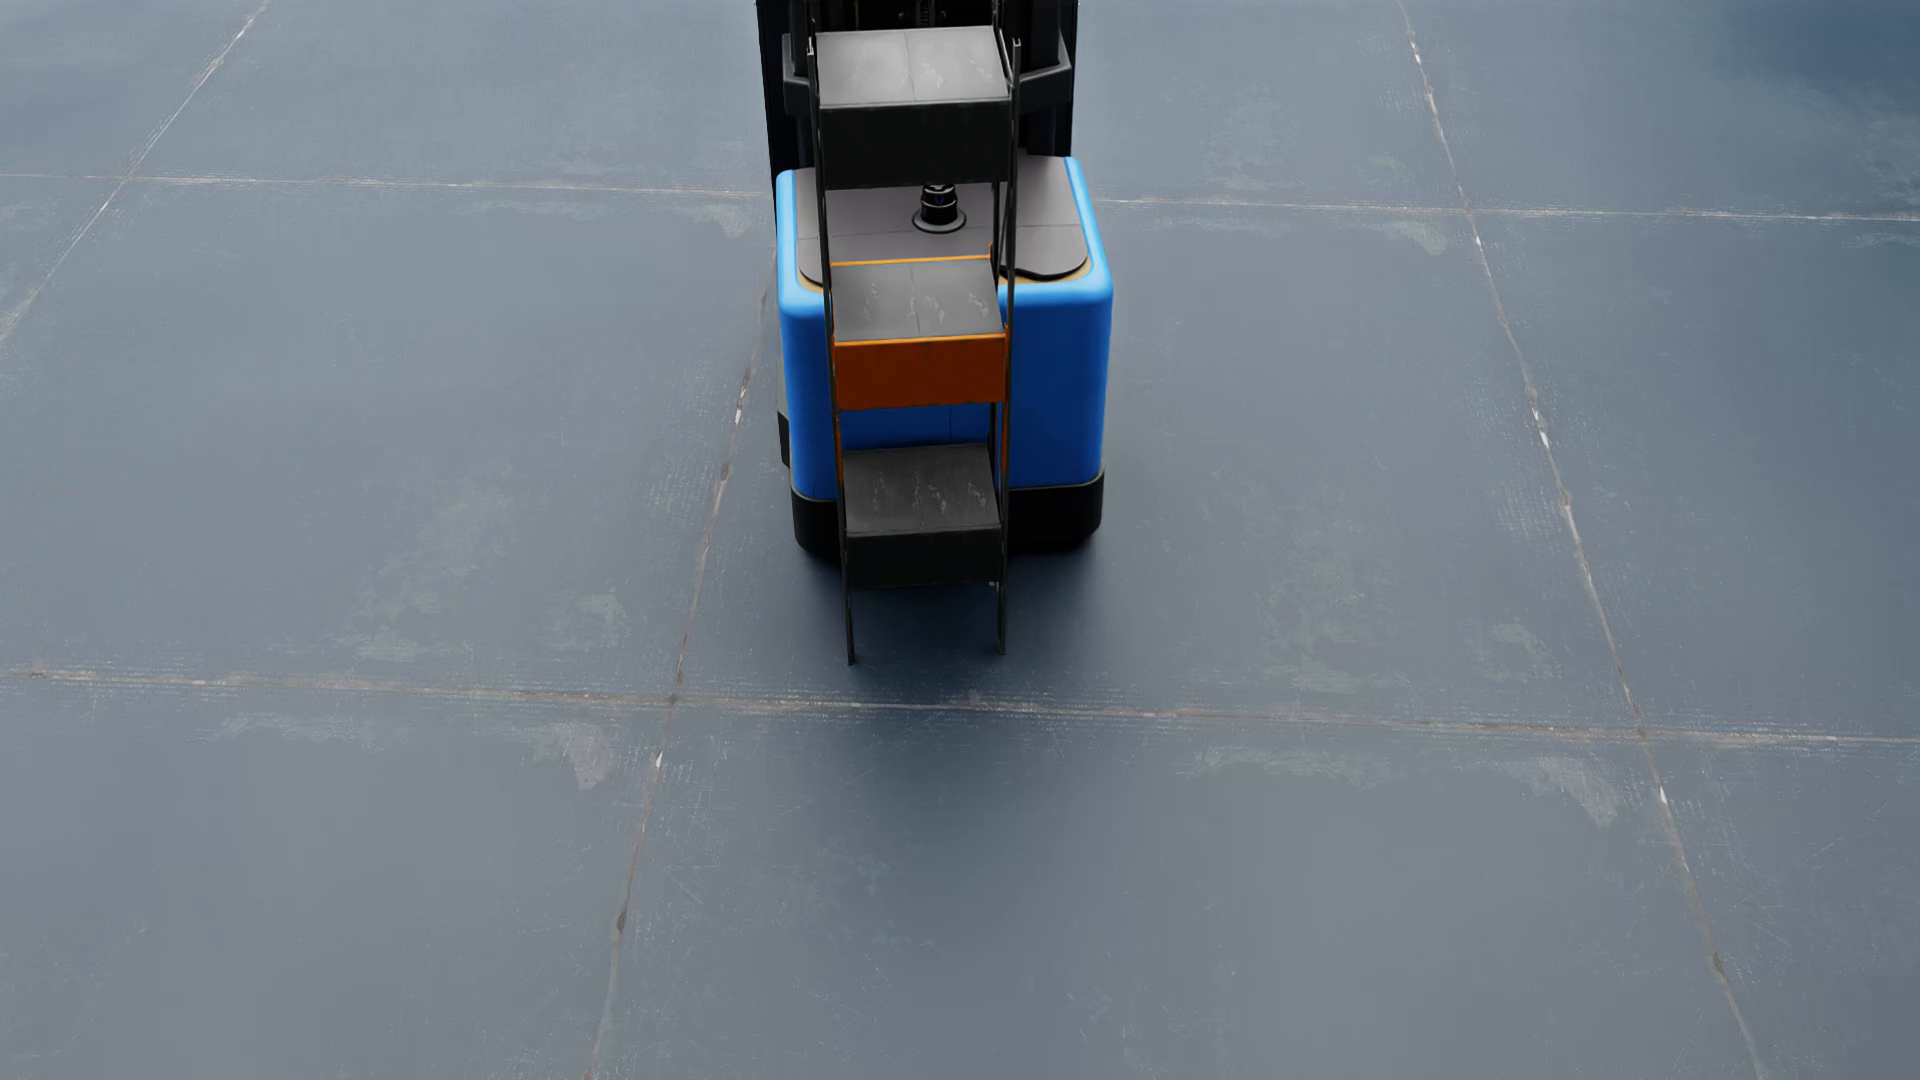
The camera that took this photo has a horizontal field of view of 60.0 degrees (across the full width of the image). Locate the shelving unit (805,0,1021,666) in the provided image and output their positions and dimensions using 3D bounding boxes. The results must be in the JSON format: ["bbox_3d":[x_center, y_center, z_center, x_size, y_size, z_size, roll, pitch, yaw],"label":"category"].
[{"bbox_3d":[-0.125,-0.517,4.765,0.503,2.100,0.431,-4,43,-4],"label":"shelving unit"}]

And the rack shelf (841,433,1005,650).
[{"bbox_3d":[-0.125,0.005,5.251,0.480,0.518,0.431,-4,43,-4],"label":"rack shelf"}]

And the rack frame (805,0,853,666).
[{"bbox_3d":[-0.368,-0.502,4.748,0.015,2.100,0.400,-4,43,-4],"label":"rack frame"}]

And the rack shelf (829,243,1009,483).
[{"bbox_3d":[-0.125,-0.507,4.774,0.480,0.518,0.431,-4,43,-4],"label":"rack shelf"}]

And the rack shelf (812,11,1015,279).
[{"bbox_3d":[-0.125,-1.019,4.297,0.480,0.518,0.431,-4,43,-4],"label":"rack shelf"}]

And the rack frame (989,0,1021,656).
[{"bbox_3d":[0.118,-0.532,4.781,0.015,2.100,0.400,-4,43,-4],"label":"rack frame"}]

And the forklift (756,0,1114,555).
[{"bbox_3d":[-0.167,-2.024,5.772,1.130,2.935,3.031,-4,43,-4],"label":"forklift"}]
